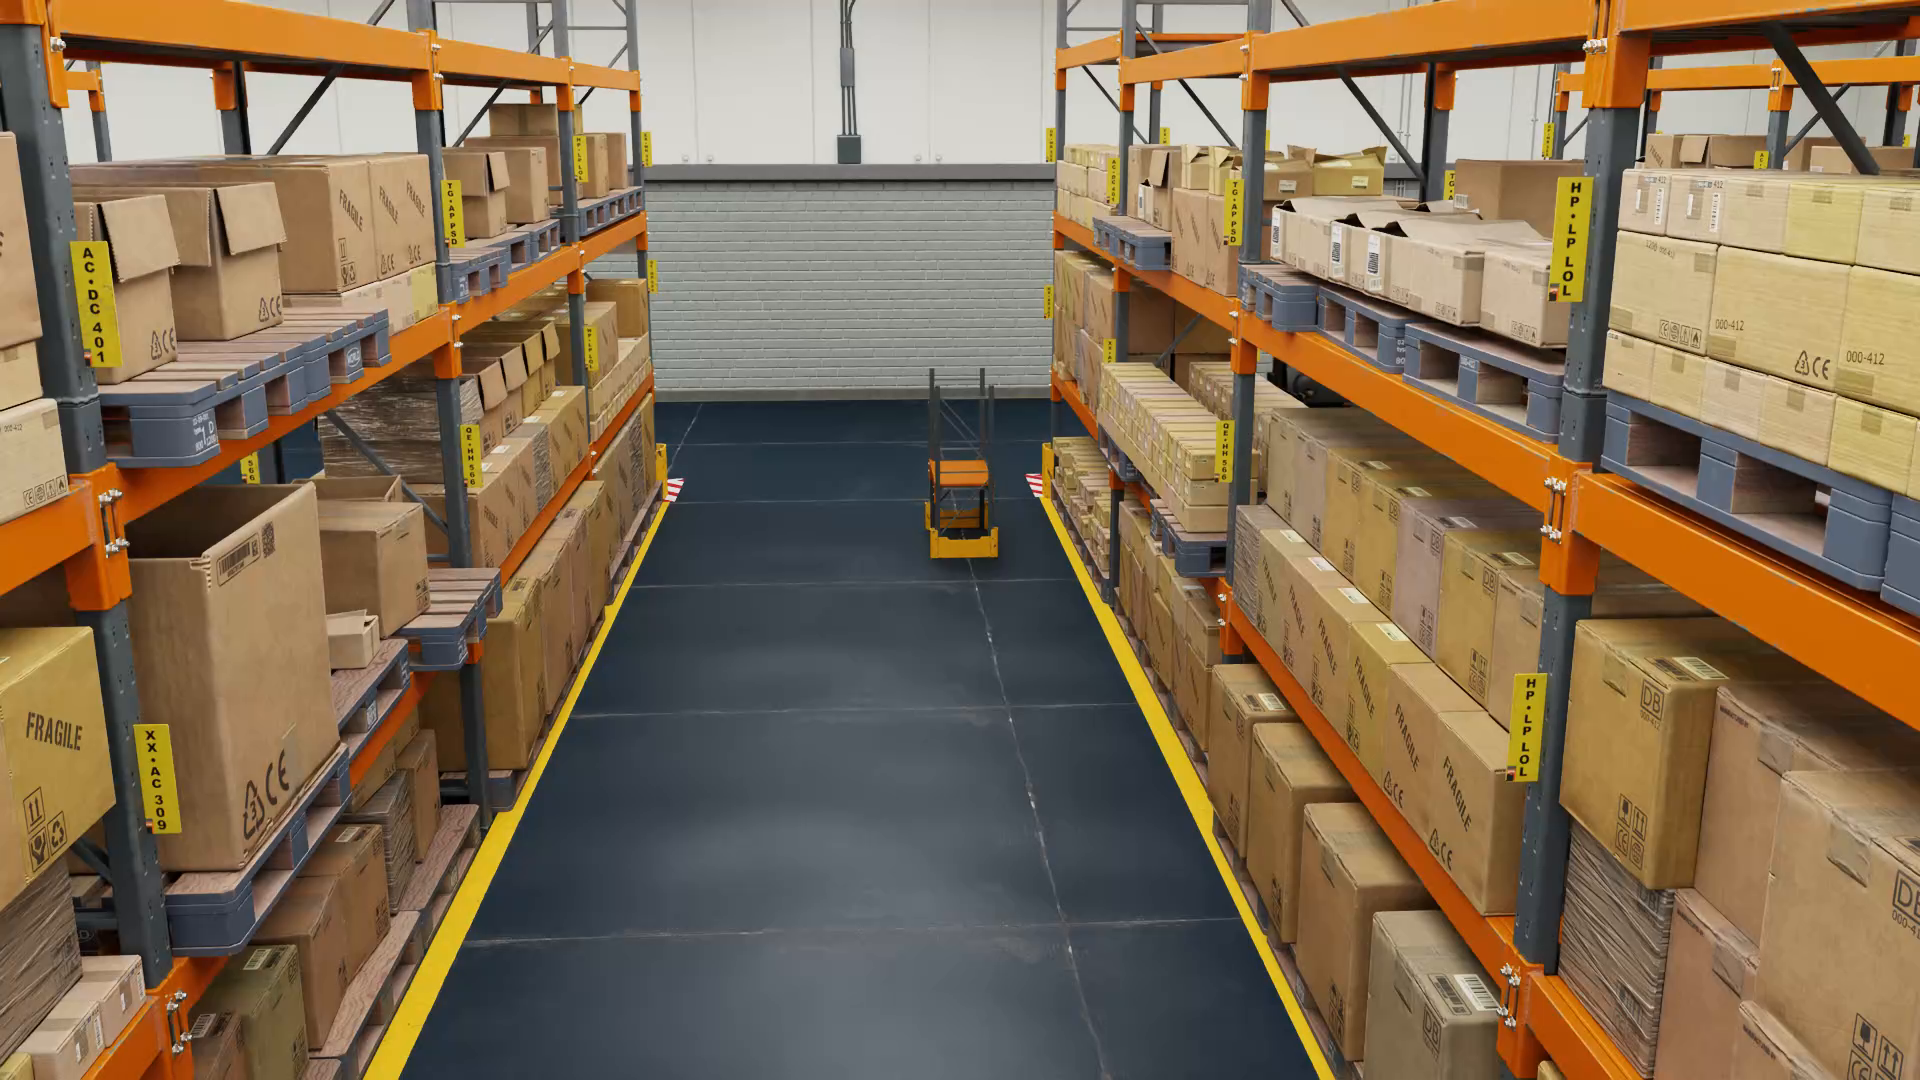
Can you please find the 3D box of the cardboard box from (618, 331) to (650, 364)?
[{"bbox_3d":[-3.242,-1.839,15.858,0.500,0.250,0.500,-1,14,-4],"label":"cardboard box"}]

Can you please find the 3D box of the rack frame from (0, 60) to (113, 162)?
[{"bbox_3d":[-8.481,-4.713,15.284,1.000,3.000,0.127,-1,14,-3],"label":"rack frame"}]

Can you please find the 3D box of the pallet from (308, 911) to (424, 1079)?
[{"bbox_3d":[-2.922,1.953,7.011,1.003,0.211,1.213,-1,14,-3],"label":"pallet"}]

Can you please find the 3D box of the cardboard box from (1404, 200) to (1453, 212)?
[{"bbox_3d":[2.279,-1.352,7.376,0.500,0.311,0.500,-1,14,-3],"label":"cardboard box"}]

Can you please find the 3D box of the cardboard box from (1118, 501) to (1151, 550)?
[{"bbox_3d":[1.449,-0.109,12.098,0.500,0.250,0.500,-2,15,-6],"label":"cardboard box"}]

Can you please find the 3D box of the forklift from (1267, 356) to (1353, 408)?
[{"bbox_3d":[3.428,-1.464,14.833,1.130,2.935,3.031,-2,15,-9],"label":"forklift"}]

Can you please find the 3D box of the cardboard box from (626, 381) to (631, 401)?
[{"bbox_3d":[-3.092,-1.299,14.558,0.380,0.149,0.250,-1,14,-2],"label":"cardboard box"}]

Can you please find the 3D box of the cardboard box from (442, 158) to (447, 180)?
[{"bbox_3d":[-3.151,-1.751,8.742,0.797,0.503,0.637,0,14,0],"label":"cardboard box"}]

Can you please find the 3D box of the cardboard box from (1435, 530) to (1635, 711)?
[{"bbox_3d":[2.093,0.265,5.769,0.700,0.500,0.500,-1,14,-4],"label":"cardboard box"}]

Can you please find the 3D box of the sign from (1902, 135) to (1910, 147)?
[{"bbox_3d":[7.143,-2.908,12.621,0.100,0.325,0.005,-1,14,-3],"label":"sign"}]

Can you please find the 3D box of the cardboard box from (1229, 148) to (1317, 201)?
[{"bbox_3d":[1.631,-1.914,8.689,0.396,0.266,0.258,-1,14,-3],"label":"cardboard box"}]

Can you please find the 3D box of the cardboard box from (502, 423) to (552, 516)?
[{"bbox_3d":[-2.899,-0.448,10.546,0.500,0.500,0.500,-1,14,-3],"label":"cardboard box"}]

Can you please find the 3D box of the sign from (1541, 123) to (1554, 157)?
[{"bbox_3d":[5.800,-3.944,16.403,0.100,0.325,0.005,-1,14,-3],"label":"sign"}]

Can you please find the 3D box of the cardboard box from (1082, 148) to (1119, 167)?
[{"bbox_3d":[1.233,-3.213,13.973,0.380,0.149,0.250,-1,14,-4],"label":"cardboard box"}]

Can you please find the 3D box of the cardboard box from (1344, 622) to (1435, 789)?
[{"bbox_3d":[1.801,0.624,6.382,0.500,0.500,0.500,-1,14,-3],"label":"cardboard box"}]

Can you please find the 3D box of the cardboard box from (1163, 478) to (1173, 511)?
[{"bbox_3d":[1.396,-0.269,9.713,0.380,0.149,0.250,-1,14,-2],"label":"cardboard box"}]

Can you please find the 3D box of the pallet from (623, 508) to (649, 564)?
[{"bbox_3d":[-3.337,-0.033,14.731,1.003,0.211,1.213,-1,14,-3],"label":"pallet"}]

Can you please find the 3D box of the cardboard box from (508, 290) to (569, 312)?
[{"bbox_3d":[-3.708,-1.942,14.753,0.500,0.500,0.500,-1,14,-5],"label":"cardboard box"}]

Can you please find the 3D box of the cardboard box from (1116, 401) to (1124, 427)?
[{"bbox_3d":[1.284,-0.868,11.444,0.380,0.149,0.250,-2,15,-6],"label":"cardboard box"}]

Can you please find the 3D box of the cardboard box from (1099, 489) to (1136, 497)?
[{"bbox_3d":[1.369,-0.326,13.959,0.380,0.149,0.250,0,14,-2],"label":"cardboard box"}]

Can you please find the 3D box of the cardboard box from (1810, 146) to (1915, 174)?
[{"bbox_3d":[6.367,-2.523,11.749,0.500,0.500,0.500,-1,14,-4],"label":"cardboard box"}]

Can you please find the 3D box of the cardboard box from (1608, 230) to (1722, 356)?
[{"bbox_3d":[1.914,-0.601,3.983,0.500,0.250,0.500,-1,14,-3],"label":"cardboard box"}]

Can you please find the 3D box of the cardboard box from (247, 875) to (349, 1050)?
[{"bbox_3d":[-2.856,1.687,6.584,0.700,0.500,0.500,-2,15,-8],"label":"cardboard box"}]

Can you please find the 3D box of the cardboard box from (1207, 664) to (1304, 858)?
[{"bbox_3d":[1.863,1.093,8.430,1.050,0.750,0.750,-1,14,-4],"label":"cardboard box"}]

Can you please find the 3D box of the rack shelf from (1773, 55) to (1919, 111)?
[{"bbox_3d":[6.726,-2.908,10.515,1.077,0.370,4.000,-1,14,-3],"label":"rack shelf"}]

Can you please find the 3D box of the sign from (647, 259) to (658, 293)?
[{"bbox_3d":[-2.995,-2.564,16.174,0.100,0.325,0.005,-1,14,-3],"label":"sign"}]

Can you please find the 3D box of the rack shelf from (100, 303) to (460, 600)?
[{"bbox_3d":[-2.918,-0.501,6.378,1.077,0.370,4.000,-1,14,-3],"label":"rack shelf"}]

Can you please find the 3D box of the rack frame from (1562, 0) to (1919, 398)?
[{"bbox_3d":[2.163,-1.856,4.182,1.000,3.000,0.127,-1,14,-3],"label":"rack frame"}]

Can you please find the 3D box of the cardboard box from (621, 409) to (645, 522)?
[{"bbox_3d":[-3.361,-0.674,15.047,0.875,0.875,0.875,-1,14,-3],"label":"cardboard box"}]

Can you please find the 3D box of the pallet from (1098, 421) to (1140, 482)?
[{"bbox_3d":[1.570,-0.655,11.938,1.003,0.211,1.213,-1,14,-3],"label":"pallet"}]

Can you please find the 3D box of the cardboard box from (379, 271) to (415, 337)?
[{"bbox_3d":[-2.723,-1.037,7.317,0.500,0.250,0.500,-1,14,-4],"label":"cardboard box"}]

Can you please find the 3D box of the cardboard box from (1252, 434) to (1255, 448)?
[{"bbox_3d":[2.004,-0.615,10.461,0.380,0.149,0.250,-1,14,-4],"label":"cardboard box"}]

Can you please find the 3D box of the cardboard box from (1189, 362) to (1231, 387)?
[{"bbox_3d":[1.887,-1.214,12.191,0.380,0.149,0.250,0,14,-1],"label":"cardboard box"}]

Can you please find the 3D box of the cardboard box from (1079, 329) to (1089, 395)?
[{"bbox_3d":[1.295,-1.502,14.046,0.500,0.500,0.500,-1,14,-4],"label":"cardboard box"}]

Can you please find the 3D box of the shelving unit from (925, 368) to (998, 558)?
[{"bbox_3d":[0.005,-0.707,14.766,0.587,1.500,1.083,-1,14,-3],"label":"shelving unit"}]

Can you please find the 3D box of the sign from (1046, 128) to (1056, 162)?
[{"bbox_3d":[0.878,-3.803,16.013,0.100,0.325,0.005,-1,14,-3],"label":"sign"}]

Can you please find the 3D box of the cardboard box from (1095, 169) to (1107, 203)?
[{"bbox_3d":[1.364,-2.803,13.179,0.500,0.250,0.500,-1,15,-6],"label":"cardboard box"}]

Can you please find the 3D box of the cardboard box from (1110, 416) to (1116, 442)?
[{"bbox_3d":[1.267,-0.786,11.723,0.380,0.149,0.250,-1,14,-3],"label":"cardboard box"}]

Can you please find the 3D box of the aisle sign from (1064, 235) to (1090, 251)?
[{"bbox_3d":[1.116,-3.208,16.257,0.394,0.787,0.004,-1,14,-3],"label":"aisle sign"}]

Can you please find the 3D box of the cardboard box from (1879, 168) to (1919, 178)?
[{"bbox_3d":[2.504,-0.834,4.088,0.380,0.149,0.250,-1,14,-4],"label":"cardboard box"}]

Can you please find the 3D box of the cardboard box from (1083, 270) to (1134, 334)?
[{"bbox_3d":[1.313,-1.986,13.921,0.500,0.500,0.500,-1,14,-2],"label":"cardboard box"}]

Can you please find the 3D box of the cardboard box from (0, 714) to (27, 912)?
[{"bbox_3d":[-2.459,0.656,3.654,0.500,0.500,0.500,-1,14,-3],"label":"cardboard box"}]

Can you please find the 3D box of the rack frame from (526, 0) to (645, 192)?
[{"bbox_3d":[-3.537,-4.789,15.581,1.000,3.000,0.127,-1,14,-3],"label":"rack frame"}]

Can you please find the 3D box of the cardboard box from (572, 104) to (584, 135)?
[{"bbox_3d":[-3.422,-3.497,13.831,0.500,0.250,0.500,-1,14,-5],"label":"cardboard box"}]

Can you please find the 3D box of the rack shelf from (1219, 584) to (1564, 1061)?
[{"bbox_3d":[2.039,0.900,6.952,1.077,0.370,4.000,-1,14,-3],"label":"rack shelf"}]

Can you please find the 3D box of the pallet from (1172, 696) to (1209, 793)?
[{"bbox_3d":[1.868,1.210,9.899,1.003,0.211,1.213,-1,14,-3],"label":"pallet"}]

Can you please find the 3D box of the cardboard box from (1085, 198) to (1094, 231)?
[{"bbox_3d":[1.316,-2.689,13.739,0.500,0.250,0.500,-1,14,-4],"label":"cardboard box"}]

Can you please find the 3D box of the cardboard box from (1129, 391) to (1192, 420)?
[{"bbox_3d":[1.314,-0.884,10.909,0.380,0.149,0.250,0,14,-1],"label":"cardboard box"}]

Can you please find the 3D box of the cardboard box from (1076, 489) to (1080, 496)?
[{"bbox_3d":[1.270,-0.370,15.323,0.380,0.149,0.250,-1,14,-3],"label":"cardboard box"}]

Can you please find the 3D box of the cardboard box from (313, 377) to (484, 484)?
[{"bbox_3d":[-3.071,-0.611,9.166,0.797,0.503,0.637,0,14,-2],"label":"cardboard box"}]

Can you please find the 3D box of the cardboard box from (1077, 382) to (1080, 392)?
[{"bbox_3d":[1.265,-1.406,14.974,0.380,0.149,0.250,-1,14,-5],"label":"cardboard box"}]

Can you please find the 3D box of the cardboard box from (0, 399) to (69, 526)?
[{"bbox_3d":[-2.505,-0.170,3.949,0.500,0.250,0.500,0,14,-1],"label":"cardboard box"}]

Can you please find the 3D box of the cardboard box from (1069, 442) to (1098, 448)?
[{"bbox_3d":[1.250,-0.844,15.971,0.380,0.149,0.250,-1,14,-2],"label":"cardboard box"}]

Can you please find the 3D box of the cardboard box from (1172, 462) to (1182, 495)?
[{"bbox_3d":[1.412,-0.354,9.446,0.380,0.149,0.250,0,14,-1],"label":"cardboard box"}]

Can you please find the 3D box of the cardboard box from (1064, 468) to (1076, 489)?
[{"bbox_3d":[1.167,-0.574,15.519,0.380,0.149,0.250,0,14,-2],"label":"cardboard box"}]

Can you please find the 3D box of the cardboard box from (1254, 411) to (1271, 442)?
[{"bbox_3d":[2.015,-0.694,10.173,0.380,0.149,0.250,0,14,-1],"label":"cardboard box"}]
